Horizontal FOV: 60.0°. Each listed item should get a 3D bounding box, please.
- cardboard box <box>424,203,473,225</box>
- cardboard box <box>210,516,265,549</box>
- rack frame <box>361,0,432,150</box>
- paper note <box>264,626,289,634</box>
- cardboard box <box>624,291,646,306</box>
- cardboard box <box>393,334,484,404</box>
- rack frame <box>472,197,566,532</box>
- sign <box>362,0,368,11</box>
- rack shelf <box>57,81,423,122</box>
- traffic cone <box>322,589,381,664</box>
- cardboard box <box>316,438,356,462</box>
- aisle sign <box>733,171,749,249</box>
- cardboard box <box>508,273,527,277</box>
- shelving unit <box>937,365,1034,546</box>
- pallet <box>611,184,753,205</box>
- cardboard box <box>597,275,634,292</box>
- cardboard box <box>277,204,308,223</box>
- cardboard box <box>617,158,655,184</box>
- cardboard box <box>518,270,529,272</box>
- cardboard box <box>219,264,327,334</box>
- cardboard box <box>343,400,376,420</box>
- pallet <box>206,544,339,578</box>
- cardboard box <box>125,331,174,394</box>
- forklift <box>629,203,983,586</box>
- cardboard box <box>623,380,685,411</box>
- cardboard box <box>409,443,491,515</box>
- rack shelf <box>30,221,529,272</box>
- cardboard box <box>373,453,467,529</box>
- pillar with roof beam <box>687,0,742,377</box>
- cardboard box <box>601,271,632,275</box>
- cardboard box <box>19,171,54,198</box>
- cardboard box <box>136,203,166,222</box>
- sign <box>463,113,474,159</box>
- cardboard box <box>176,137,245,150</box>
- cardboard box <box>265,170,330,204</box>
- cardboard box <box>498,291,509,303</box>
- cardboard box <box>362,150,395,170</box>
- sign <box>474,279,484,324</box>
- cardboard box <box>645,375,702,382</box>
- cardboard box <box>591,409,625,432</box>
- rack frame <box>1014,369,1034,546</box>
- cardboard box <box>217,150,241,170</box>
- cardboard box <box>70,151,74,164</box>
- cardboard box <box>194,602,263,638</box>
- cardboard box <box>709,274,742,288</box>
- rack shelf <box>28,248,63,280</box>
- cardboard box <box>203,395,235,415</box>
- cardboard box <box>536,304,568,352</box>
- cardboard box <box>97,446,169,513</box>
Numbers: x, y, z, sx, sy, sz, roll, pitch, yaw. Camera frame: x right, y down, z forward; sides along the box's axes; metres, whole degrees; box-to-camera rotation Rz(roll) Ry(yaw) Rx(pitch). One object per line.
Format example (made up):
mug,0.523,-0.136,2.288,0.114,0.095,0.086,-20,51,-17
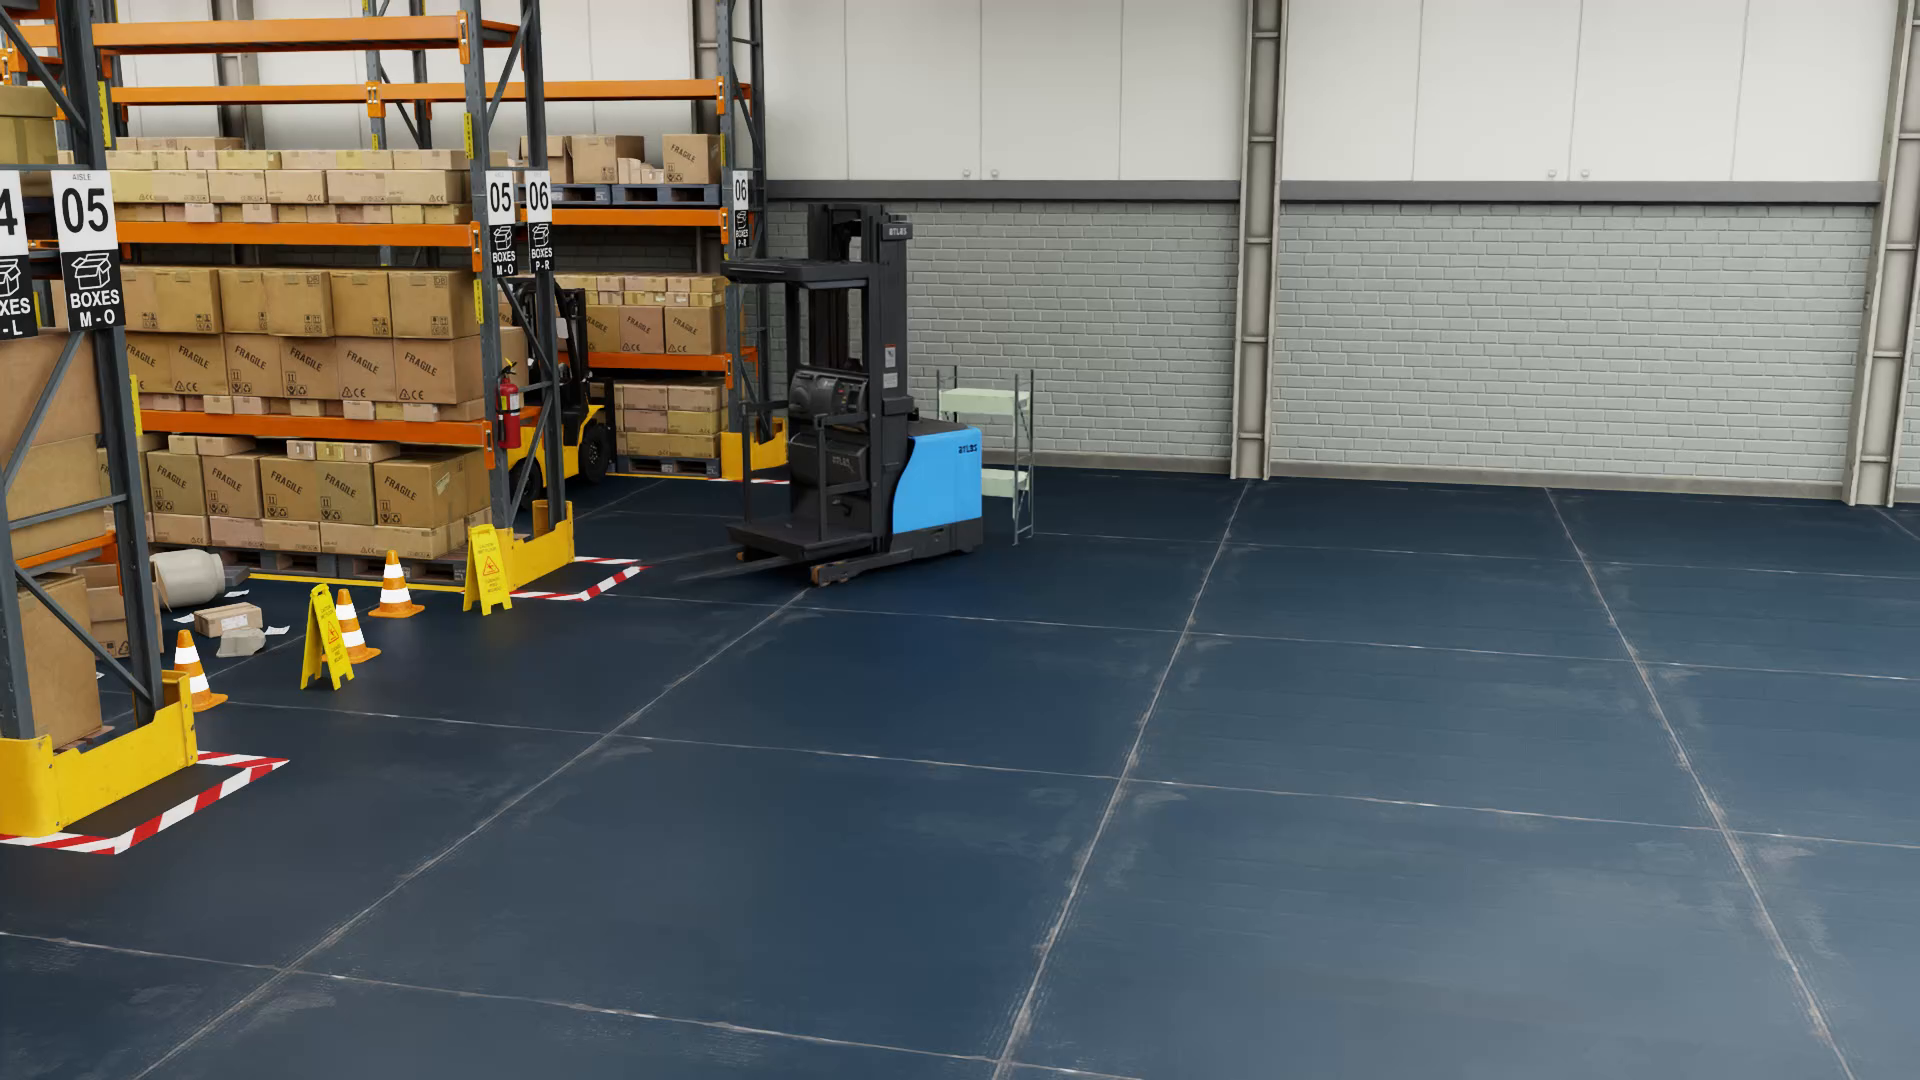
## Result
cardboard box,-3.863,-2.482,12.651,0.250,0.149,0.380,3,13,14
cardboard box,-5.789,-0.111,13.688,0.500,0.250,0.500,3,13,13
rack frame,-6.148,-5.361,18.121,0.127,3.000,1.000,3,13,14
paper note,-4.845,0.638,11.786,0.142,0.019,0.148,-1,13,-6
cardboard box,-3.399,-2.598,17.789,0.250,0.149,0.380,3,13,13
cardboard box,-4.043,-1.345,12.953,0.500,0.500,0.500,3,13,13
rack frame,-3.450,-1.181,13.130,0.127,3.000,1.000,3,13,14
sign,-6.266,-5.741,17.495,0.005,0.325,0.100,3,13,14
rack shelf,-8.090,-4.918,18.710,4.000,0.370,1.077,3,13,14
traffic cone,-4.112,0.558,11.151,0.334,0.463,0.336,3,13,14
cardboard box,-4.906,-0.731,13.255,0.250,0.149,0.380,3,13,14
aisle sign,-2.271,-3.429,17.260,0.004,0.787,0.394,3,13,14
cardboard box,-4.900,-2.815,18.083,0.250,0.149,0.380,3,13,13
shelving unit,0.224,-0.756,14.678,0.755,1.500,0.431,5,14,23
pallet,-2.945,-3.688,17.710,1.213,0.211,1.003,3,13,14
cardboard box,-3.673,-2.743,17.755,0.250,0.149,0.380,3,13,15
cardboard box,-5.100,-2.554,12.977,0.250,0.149,0.380,3,13,12
cardboard box,-3.388,-3.870,17.434,0.258,0.266,0.396,3,13,14
cardboard box,-5.014,-2.957,18.723,0.250,0.149,0.380,3,13,12
cardboard box,-5.459,-1.931,13.287,0.500,0.500,0.700,3,13,13
cardboard box,-4.638,-1.047,13.108,0.250,0.149,0.380,3,13,15
pallet,-5.485,0.063,13.961,1.213,0.211,1.003,3,13,14
cardboard box,-6.480,-1.480,13.560,0.500,0.500,0.500,3,13,13
forklift,-1.221,-1.192,13.337,3.031,2.935,1.130,-11,17,-42
cardboard box,-3.283,-1.559,17.906,0.500,0.250,0.500,3,13,15
cardboard box,-4.190,-0.511,13.757,0.500,0.500,0.500,3,13,12
rack shelf,-5.392,-2.398,13.351,4.000,0.370,1.077,3,13,14
cardboard box,-4.290,-0.396,13.241,0.500,0.500,0.500,3,13,14
pillar with roof beam,-3.756,-4.474,14.123,0.400,9.000,9.100,3,13,14
cardboard box,-3.775,-2.888,18.410,0.250,0.149,0.380,3,13,12
cardboard box,-4.794,-1.815,8.445,0.250,0.149,0.380,3,13,14
cardboard box,-6.348,-2.626,13.299,0.250,0.149,0.380,3,13,15
sign,-3.602,-2.962,12.188,0.005,0.325,0.100,3,13,14
cardboard box,-8.398,-4.265,18.676,0.500,0.500,0.500,3,13,15
cardboard box,-5.004,-2.739,12.889,0.500,0.250,0.500,3,13,15
cardboard box,-4.914,-2.663,18.082,0.250,0.149,0.380,3,13,13
cardboard box,-4.342,-2.898,12.684,0.250,0.149,0.380,3,13,13
sign,-3.602,-1.785,12.449,0.005,0.325,0.100,3,13,14
cardboard box,-3.172,-1.665,18.385,0.500,0.250,0.500,3,13,14
cardboard box,-3.802,-1.342,18.080,0.500,0.250,0.500,3,13,12
rack frame,0.560,-0.724,14.535,0.023,1.500,0.400,5,14,23
cardboard box,-5.577,-2.971,13.013,0.250,0.149,0.380,3,13,15
cardboard box,-6.847,-3.027,13.265,0.250,0.149,0.380,3,13,15
cardboard box,-5.206,0.568,11.831,0.250,0.149,0.380,12,17,43
cardboard box,-2.539,-2.798,18.003,0.250,0.149,0.380,3,13,12
rack shelf,-6.480,-1.351,8.635,4.000,0.370,1.077,3,13,14
cardboard box,-5.865,-1.113,13.407,0.250,0.149,0.380,3,13,14
cardboard box,-4.295,-2.323,18.048,0.500,0.500,0.500,3,13,14
cardboard box,-6.825,-0.530,13.843,0.500,0.500,0.500,4,13,16
